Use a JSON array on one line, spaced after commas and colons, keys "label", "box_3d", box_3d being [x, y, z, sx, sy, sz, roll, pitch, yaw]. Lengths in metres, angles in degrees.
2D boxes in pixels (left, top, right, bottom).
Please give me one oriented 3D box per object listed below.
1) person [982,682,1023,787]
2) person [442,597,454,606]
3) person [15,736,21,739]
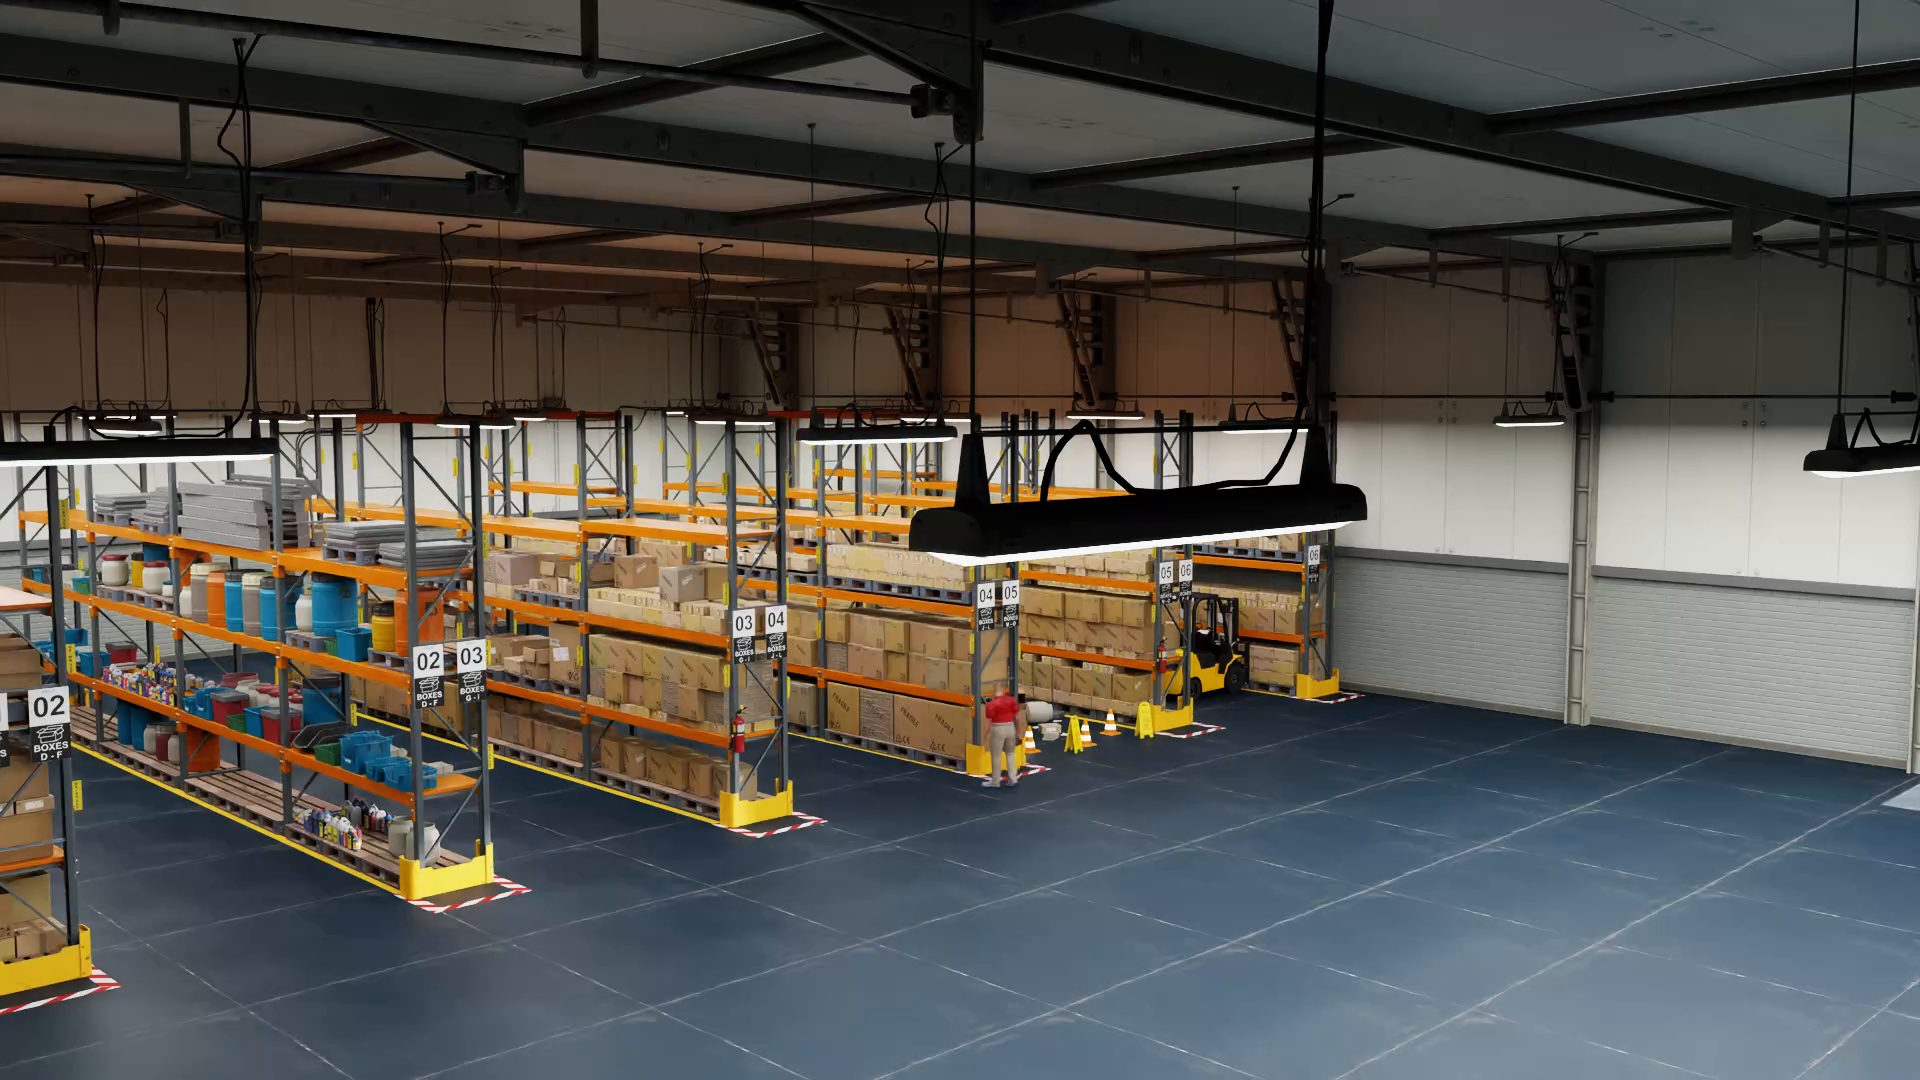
[{"label": "person", "box_3d": [0.707, 3.155, 26.913, 0.648, 1.766, 0.387, -2, 5, -24]}, {"label": "person", "box_3d": [-12.083, 2.063, 39.143, 0.609, 1.765, 0.448, -3, 6, -35]}, {"label": "person", "box_3d": [-13.455, 3.445, 23.735, 0.349, 1.720, 0.544, 0, 5, -3]}]
